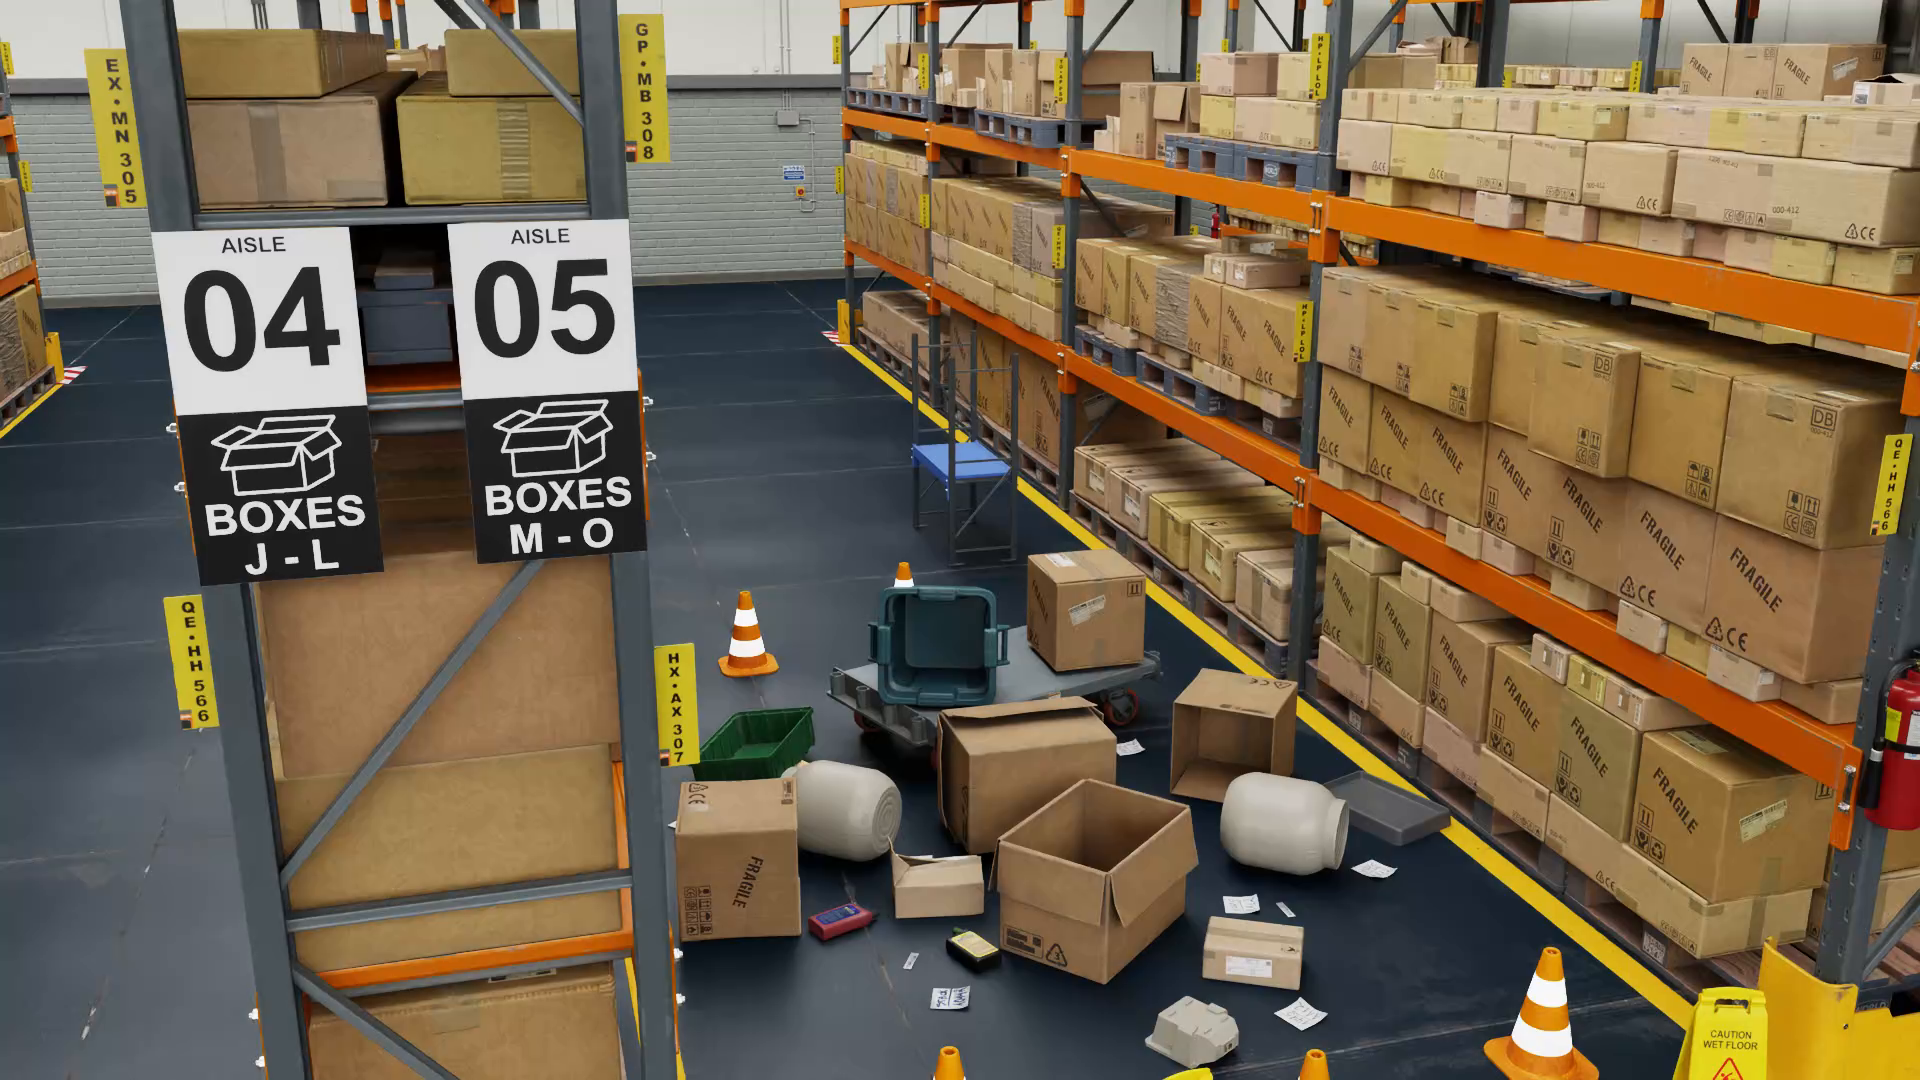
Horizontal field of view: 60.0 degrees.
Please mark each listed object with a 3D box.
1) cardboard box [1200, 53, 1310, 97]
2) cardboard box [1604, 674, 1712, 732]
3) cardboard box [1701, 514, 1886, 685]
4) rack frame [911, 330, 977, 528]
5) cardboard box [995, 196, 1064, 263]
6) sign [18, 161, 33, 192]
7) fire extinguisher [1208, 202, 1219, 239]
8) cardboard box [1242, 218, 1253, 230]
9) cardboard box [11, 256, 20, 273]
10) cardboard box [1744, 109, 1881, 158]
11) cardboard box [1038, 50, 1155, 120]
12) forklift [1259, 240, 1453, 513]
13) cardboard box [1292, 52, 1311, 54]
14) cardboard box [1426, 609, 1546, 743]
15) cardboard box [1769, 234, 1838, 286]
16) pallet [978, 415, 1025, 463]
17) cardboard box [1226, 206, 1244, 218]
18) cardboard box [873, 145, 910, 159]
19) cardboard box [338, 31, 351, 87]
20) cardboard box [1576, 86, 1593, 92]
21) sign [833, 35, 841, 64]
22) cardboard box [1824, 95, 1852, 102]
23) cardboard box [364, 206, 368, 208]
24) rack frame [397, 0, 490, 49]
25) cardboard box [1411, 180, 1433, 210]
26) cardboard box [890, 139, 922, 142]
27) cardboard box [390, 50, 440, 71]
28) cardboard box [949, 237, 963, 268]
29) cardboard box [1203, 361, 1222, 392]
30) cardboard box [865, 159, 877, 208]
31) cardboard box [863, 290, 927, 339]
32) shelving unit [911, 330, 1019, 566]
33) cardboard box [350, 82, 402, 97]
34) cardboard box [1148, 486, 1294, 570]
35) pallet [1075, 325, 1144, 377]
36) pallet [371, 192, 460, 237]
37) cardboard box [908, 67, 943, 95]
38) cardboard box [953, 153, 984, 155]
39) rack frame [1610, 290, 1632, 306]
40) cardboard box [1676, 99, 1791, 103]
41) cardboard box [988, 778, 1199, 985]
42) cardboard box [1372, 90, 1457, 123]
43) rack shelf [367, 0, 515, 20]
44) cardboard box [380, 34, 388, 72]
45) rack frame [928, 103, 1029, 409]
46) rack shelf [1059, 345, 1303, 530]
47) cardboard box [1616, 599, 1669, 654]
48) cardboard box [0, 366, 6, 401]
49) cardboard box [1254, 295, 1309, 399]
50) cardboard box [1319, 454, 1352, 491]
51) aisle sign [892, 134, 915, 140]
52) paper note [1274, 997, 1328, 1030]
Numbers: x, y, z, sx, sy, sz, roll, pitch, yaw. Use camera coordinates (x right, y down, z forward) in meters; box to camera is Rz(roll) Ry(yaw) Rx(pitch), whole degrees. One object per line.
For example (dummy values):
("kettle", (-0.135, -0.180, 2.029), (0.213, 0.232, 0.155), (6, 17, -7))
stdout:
("cardboard box", (1.799, -2.848, 10.168), (0.500, 0.250, 0.500), (-4, 17, -14))
("cardboard box", (2.845, 0.643, 6.716), (0.380, 0.149, 0.250), (-4, 17, -14))
("cardboard box", (3.067, 0.175, 5.963), (0.500, 0.500, 0.500), (-5, 17, -16))
("rack frame", (-0.116, -0.835, 12.626), (0.500, 1.500, 0.032), (-5, 17, -15))
("cardboard box", (0.610, -2.647, 14.138), (0.500, 0.500, 0.500), (-5, 17, -15))
("sign", (-9.919, -3.855, 17.648), (0.100, 0.325, 0.005), (-5, 17, -15))
("fire extinguisher", (3.371, -4.114, 21.715), (0.296, 0.674, 0.183), (-5, 17, -15))
("cardboard box", (3.797, -4.025, 21.076), (0.380, 0.149, 0.250), (-4, 17, -14))
("cardboard box", (-9.888, -2.814, 17.042), (0.380, 0.149, 0.250), (-5, 17, -15))
("cardboard box", (2.983, -1.418, 5.794), (0.380, 0.149, 0.250), (-5, 17, -16))
("cardboard box", (1.034, -3.498, 12.760), (0.797, 0.503, 0.637), (-6, 18, -19))
("forklift", (3.928, -1.637, 12.809), (3.031, 2.935, 1.130), (4, 17, 13))
("cardboard box", (4.159, -5.509, 19.238), (0.500, 0.250, 0.500), (-4, 17, -14))
("cardboard box", (2.584, 0.620, 7.921), (0.500, 0.500, 0.500), (-4, 17, -12))
("cardboard box", (3.014, -0.965, 5.673), (0.380, 0.149, 0.250), (-5, 17, -15))
("pallet", (0.807, -0.944, 15.228), (1.003, 0.211, 1.213), (-5, 17, -15))
("cardboard box", (3.721, -4.249, 21.126), (0.500, 0.250, 0.500), (-5, 17, -15))
("cardboard box", (-0.770, -4.361, 18.717), (0.380, 0.149, 0.250), (-5, 17, -15))
("cardboard box", (-1.879, -1.312, 4.537), (0.380, 0.149, 0.250), (-4, 17, -14))
("cardboard box", (5.625, -3.895, 14.558), (0.380, 0.149, 0.250), (-4, 17, -14))
("sign", (-1.451, -5.782, 19.617), (0.100, 0.325, 0.005), (-5, 17, -15))
("cardboard box", (6.347, -3.064, 11.759), (0.380, 0.149, 0.250), (-5, 17, -16))
("cardboard box", (-1.947, -0.999, 4.881), (0.380, 0.149, 0.250), (-5, 17, -16))
("rack frame", (-5.647, -6.385, 18.068), (1.000, 3.000, 0.127), (-5, 17, -15))
("cardboard box", (2.424, -1.686, 8.074), (0.380, 0.149, 0.250), (-5, 17, -15))
("cardboard box", (-0.625, -4.686, 19.797), (0.380, 0.149, 0.250), (-4, 17, -15))
("cardboard box", (-4.250, -3.655, 13.283), (0.797, 0.503, 0.637), (-5, 17, -16))
("cardboard box", (0.204, -2.707, 15.641), (0.500, 0.250, 0.500), (-4, 17, -14))
("cardboard box", (1.741, -1.027, 10.362), (0.380, 0.149, 0.250), (-5, 17, -15))
("cardboard box", (-0.760, -4.019, 18.705), (0.500, 0.500, 0.500), (-5, 17, -16))
("cardboard box", (-0.638, -2.731, 20.053), (0.875, 0.438, 0.875), (-5, 18, -17))
("shelving unit", (0.023, -0.695, 12.158), (0.538, 1.500, 1.048), (-5, 17, -15))
("cardboard box", (-1.927, -1.233, 4.970), (0.500, 0.250, 0.500), (-5, 17, -16))
("cardboard box", (1.842, -0.091, 11.377), (0.950, 0.372, 0.625), (-4, 17, -13))
("pallet", (1.581, -1.438, 12.359), (1.213, 0.211, 1.003), (-5, 17, -15))
("pallet", (-1.803, -1.023, 5.584), (1.003, 0.211, 1.213), (-5, 17, -15))
("cardboard box", (-0.300, -4.598, 16.660), (0.396, 0.266, 0.258), (-4, 17, -13))
("cardboard box", (0.140, -3.981, 17.452), (0.380, 0.149, 0.250), (-5, 17, -16))
("rack frame", (6.054, -2.112, 14.270), (1.000, 3.000, 0.127), (-5, 17, -15))
("cardboard box", (3.192, -1.742, 6.873), (0.380, 0.149, 0.250), (-4, 17, -14))
("cardboard box", (0.564, 1.404, 6.903), (0.637, 0.503, 0.797), (11, 20, 32))
("cardboard box", (2.254, -2.128, 8.158), (0.380, 0.149, 0.250), (-4, 17, -14))
("rack shelf", (-3.998, -4.190, 12.703), (1.077, 0.370, 4.000), (-5, 17, -15))
("cardboard box", (-2.576, -2.013, 6.871), (0.380, 0.149, 0.250), (-5, 17, -15))
("rack frame", (0.184, -2.825, 16.643), (1.000, 3.000, 0.127), (-5, 17, -15))
("rack shelf", (1.832, -0.821, 11.221), (1.077, 0.370, 4.000), (-5, 17, -15))
("cardboard box", (2.847, 0.325, 6.592), (0.380, 0.149, 0.250), (-4, 17, -14))
("cardboard box", (-9.697, -1.663, 15.738), (0.875, 0.875, 0.875), (-5, 17, -15))
("cardboard box", (2.034, -1.113, 9.524), (0.500, 0.500, 0.500), (-5, 17, -16))
("cardboard box", (2.160, -0.379, 8.938), (0.380, 0.149, 0.250), (-5, 17, -16))
("aisle sign", (-0.637, -5.221, 20.100), (0.394, 0.787, 0.004), (-5, 17, -15))
("paper note", (1.308, 1.812, 6.367), (0.148, 0.019, 0.142), (-12, 20, -34))
